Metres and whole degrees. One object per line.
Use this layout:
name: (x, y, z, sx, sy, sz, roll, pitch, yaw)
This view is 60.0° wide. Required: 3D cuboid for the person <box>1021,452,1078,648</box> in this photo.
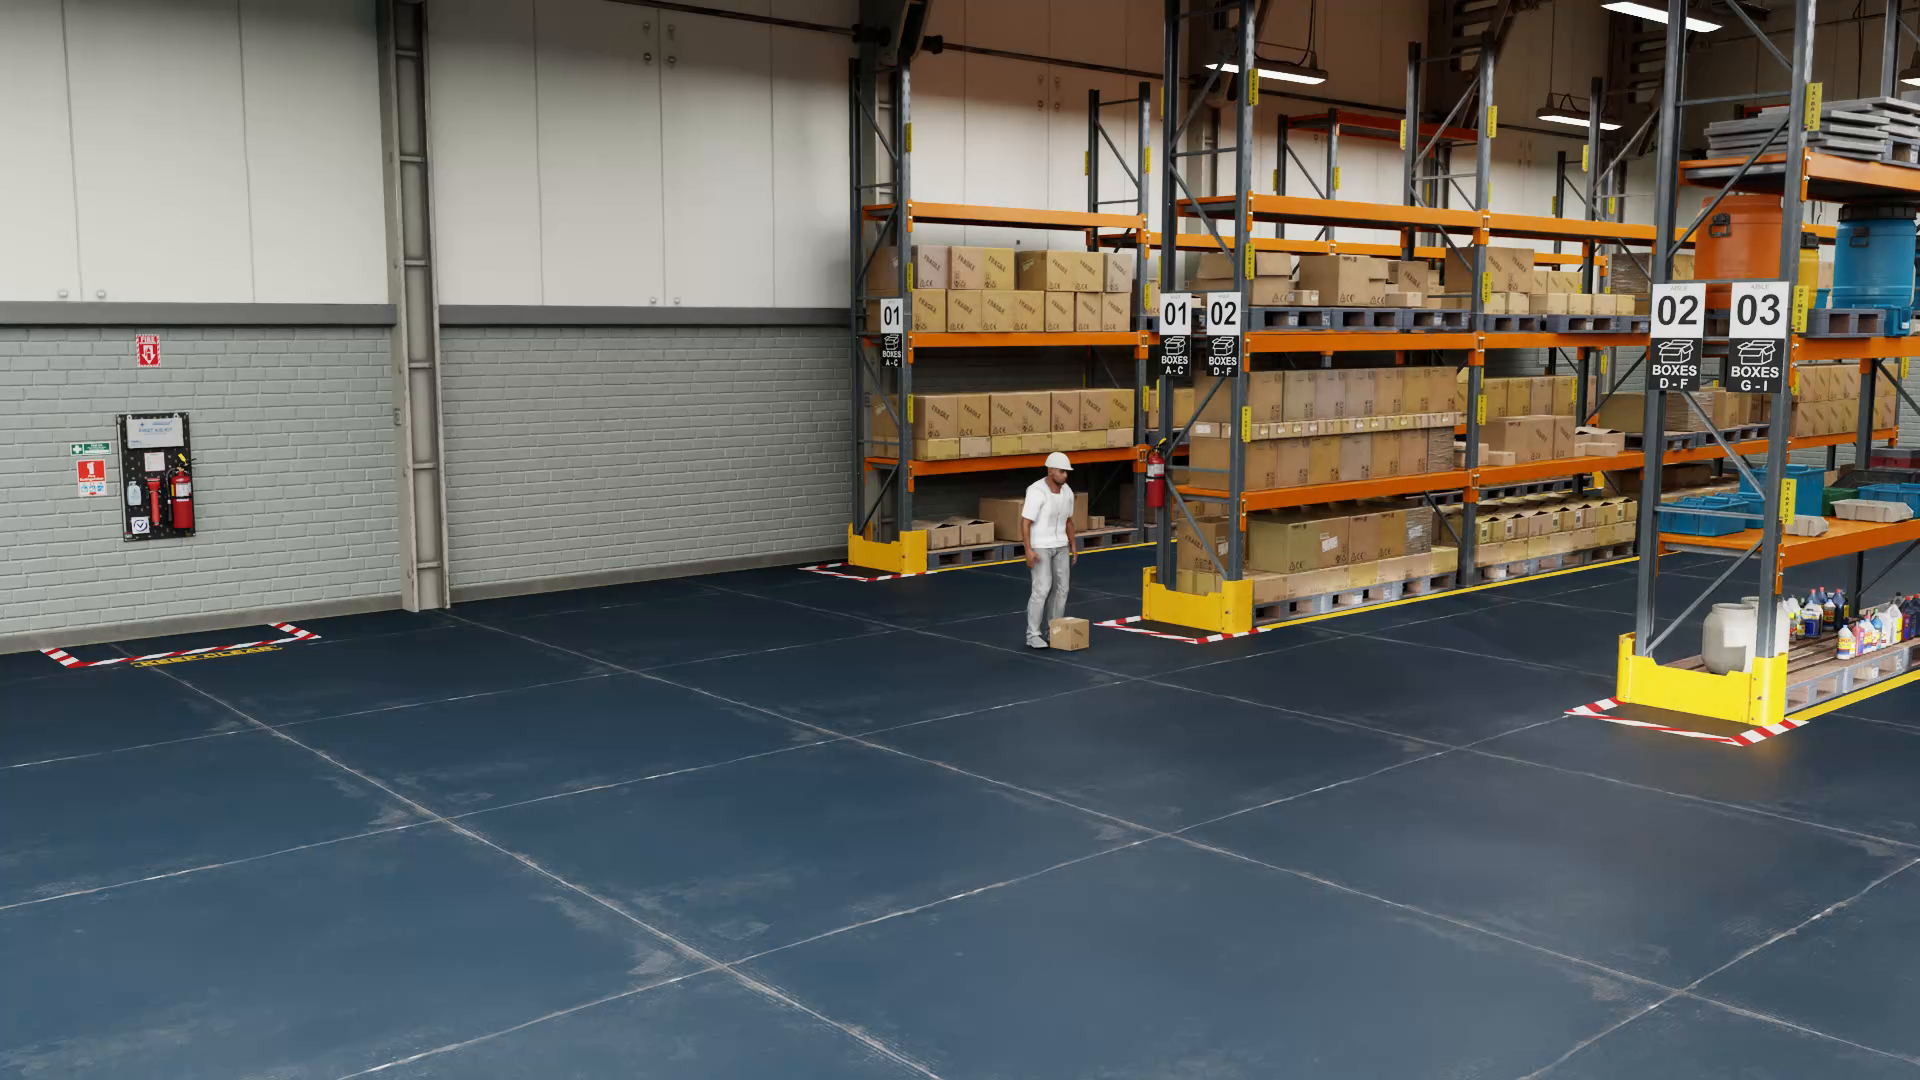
person: (0.824, 0.078, 15.101, 0.628, 1.760, 0.459, -6, 10, -41)
